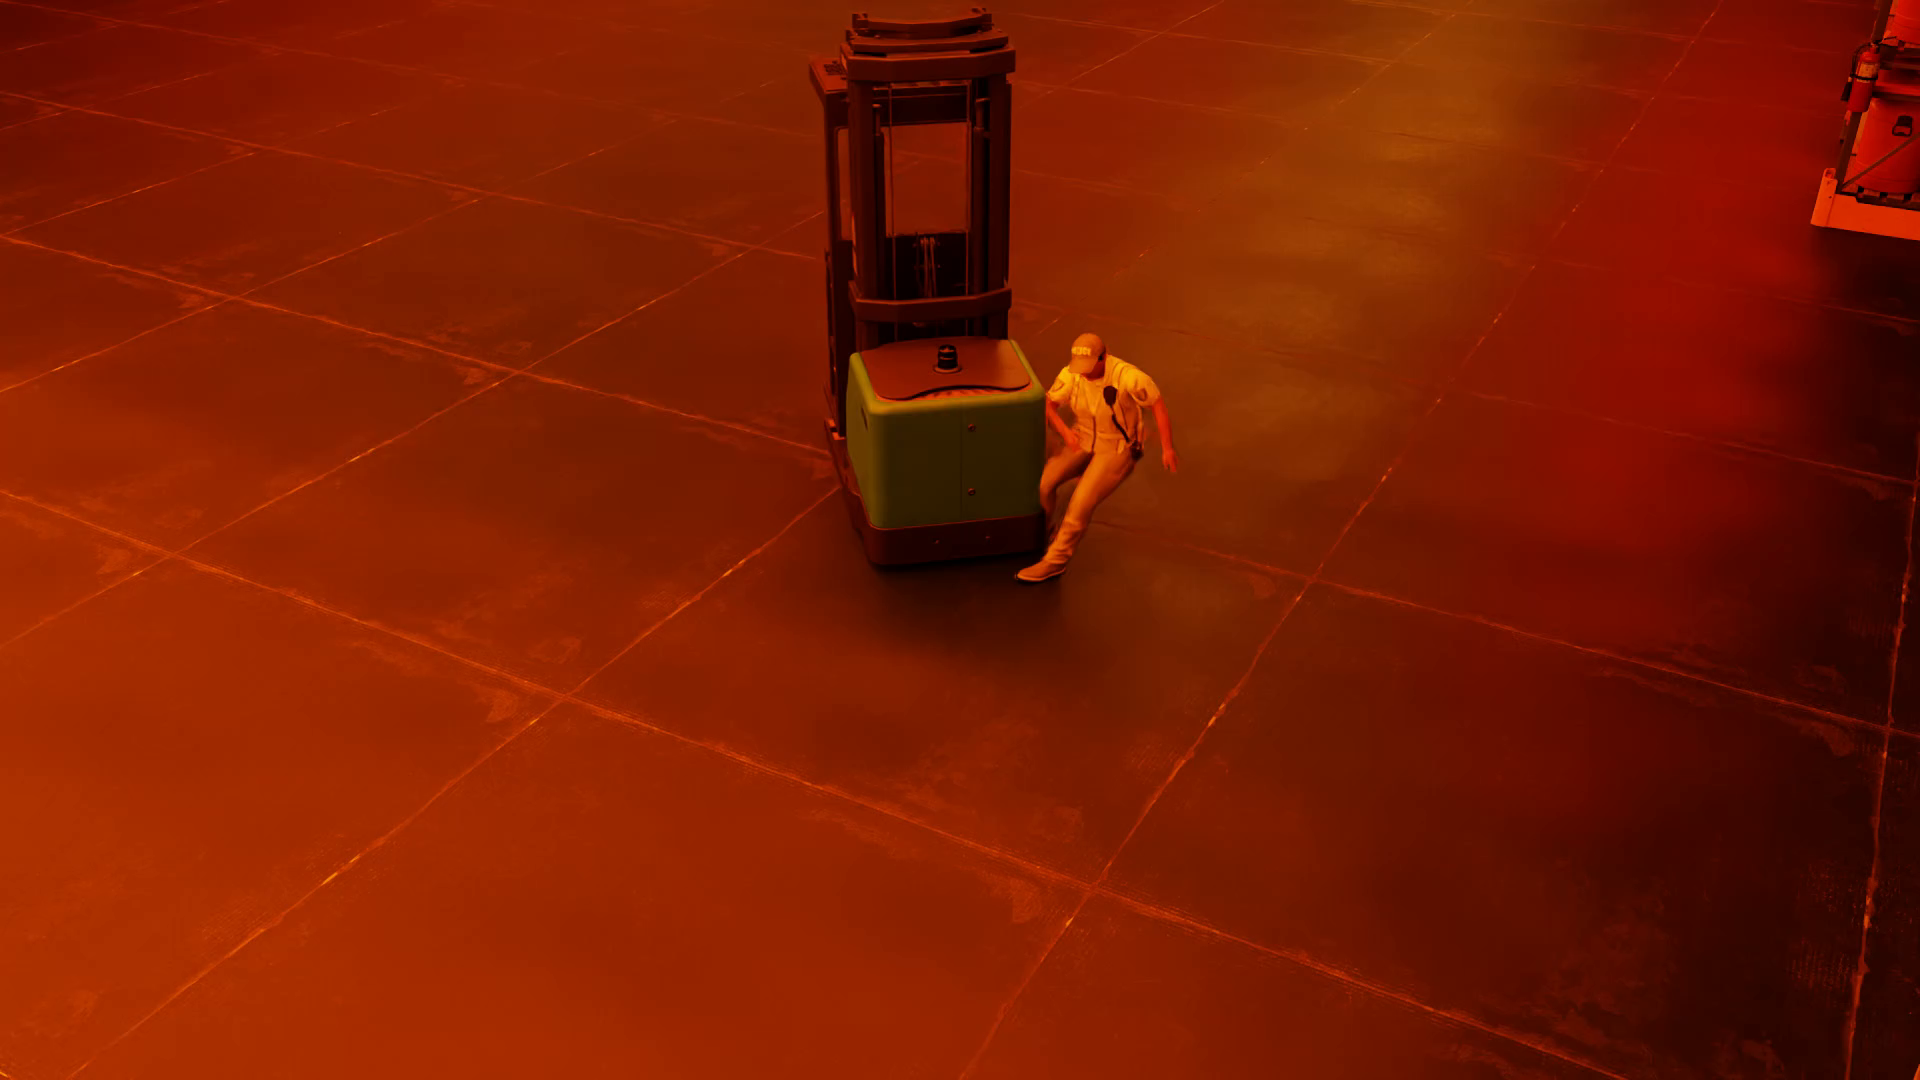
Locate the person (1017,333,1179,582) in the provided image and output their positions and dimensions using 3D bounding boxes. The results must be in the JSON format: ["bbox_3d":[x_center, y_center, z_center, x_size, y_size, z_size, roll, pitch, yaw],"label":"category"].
[{"bbox_3d":[0.723,-0.465,9.493,0.870,1.444,0.906,18,34,28],"label":"person"}]

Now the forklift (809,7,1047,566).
[{"bbox_3d":[-0.294,-1.842,10.262,1.130,2.935,3.031,-6,30,-10],"label":"forklift"}]
